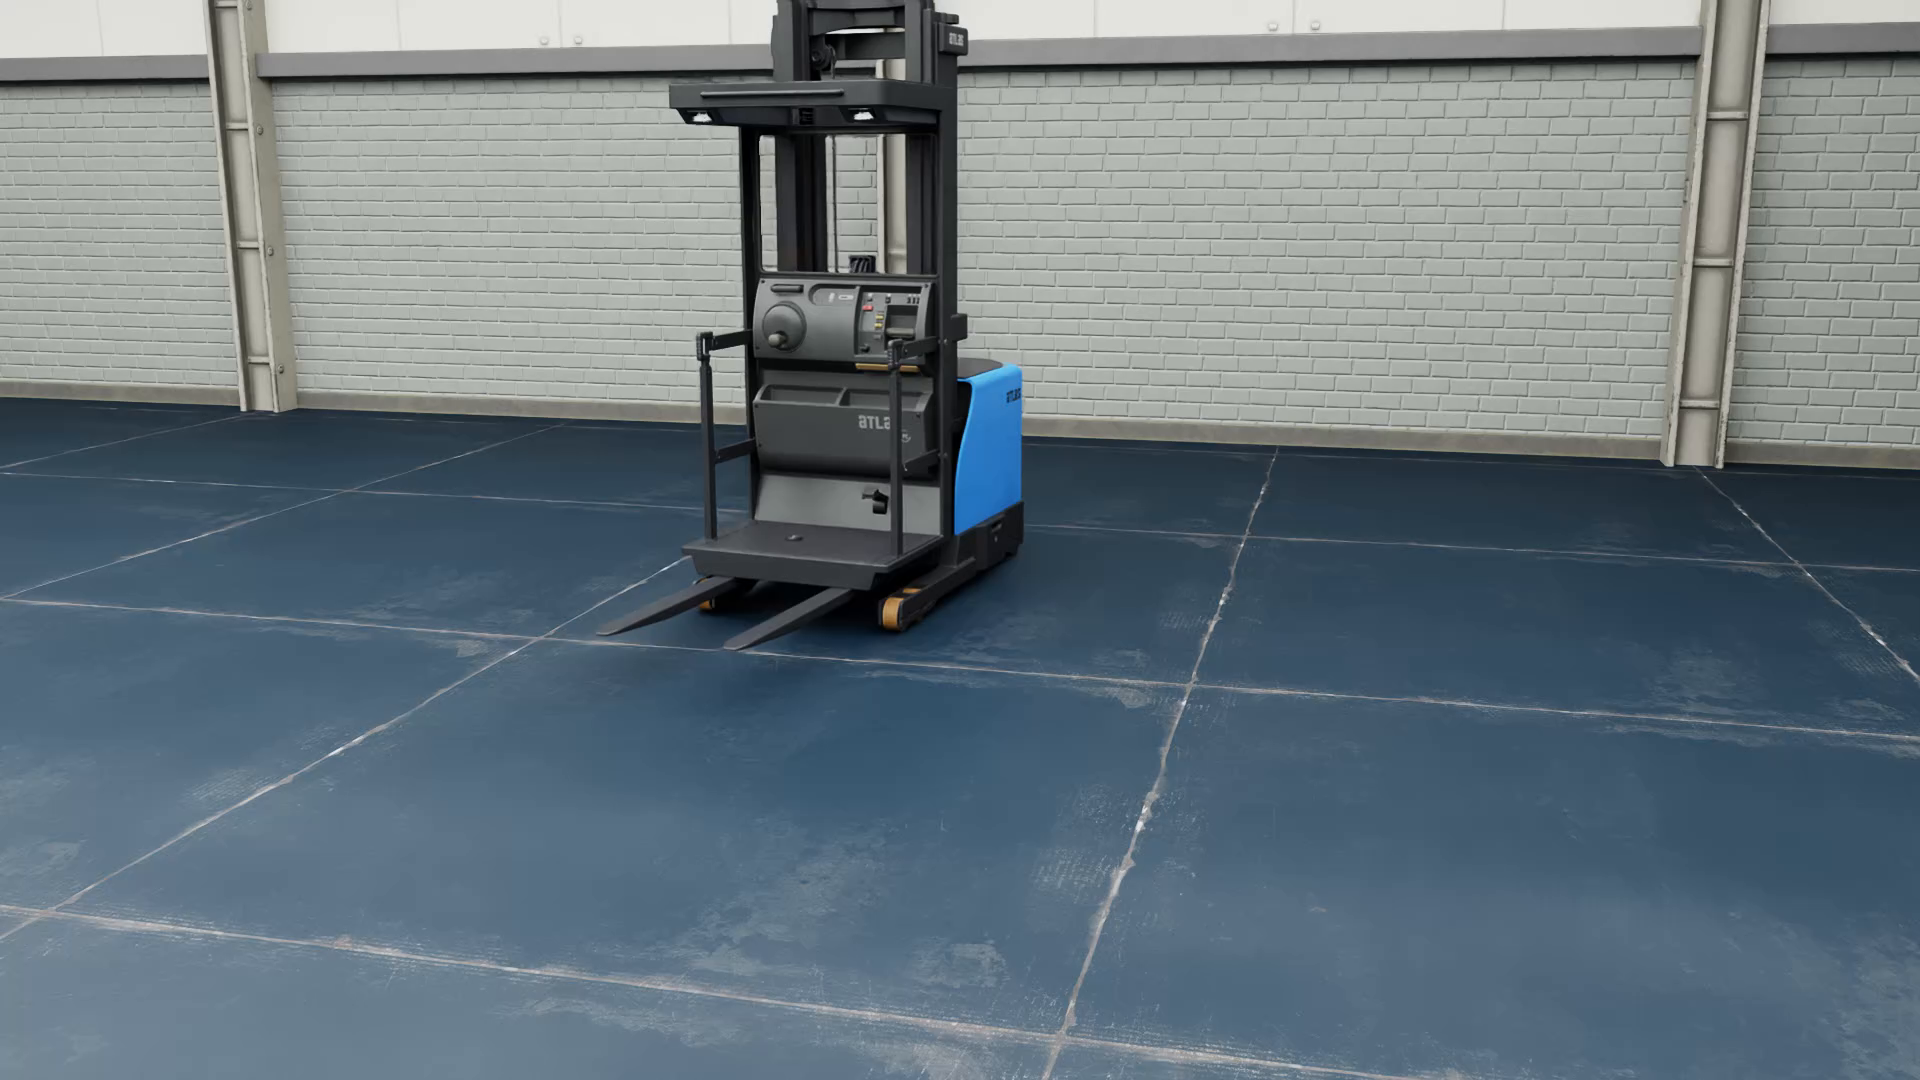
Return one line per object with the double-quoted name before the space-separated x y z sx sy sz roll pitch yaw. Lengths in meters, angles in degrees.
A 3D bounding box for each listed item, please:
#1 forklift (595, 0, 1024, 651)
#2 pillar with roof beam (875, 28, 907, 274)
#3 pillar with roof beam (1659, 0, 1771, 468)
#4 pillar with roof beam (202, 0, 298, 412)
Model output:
"forklift" -0.657 -1.102 7.933 1.130 2.935 3.031 5 13 21
"pillar with roof beam" -1.461 -4.363 8.622 0.400 9.000 9.100 3 13 14
"pillar with roof beam" 4.364 -4.052 7.219 0.400 9.000 9.100 3 13 14
"pillar with roof beam" -7.286 -4.674 10.026 0.400 9.000 9.100 3 13 14
